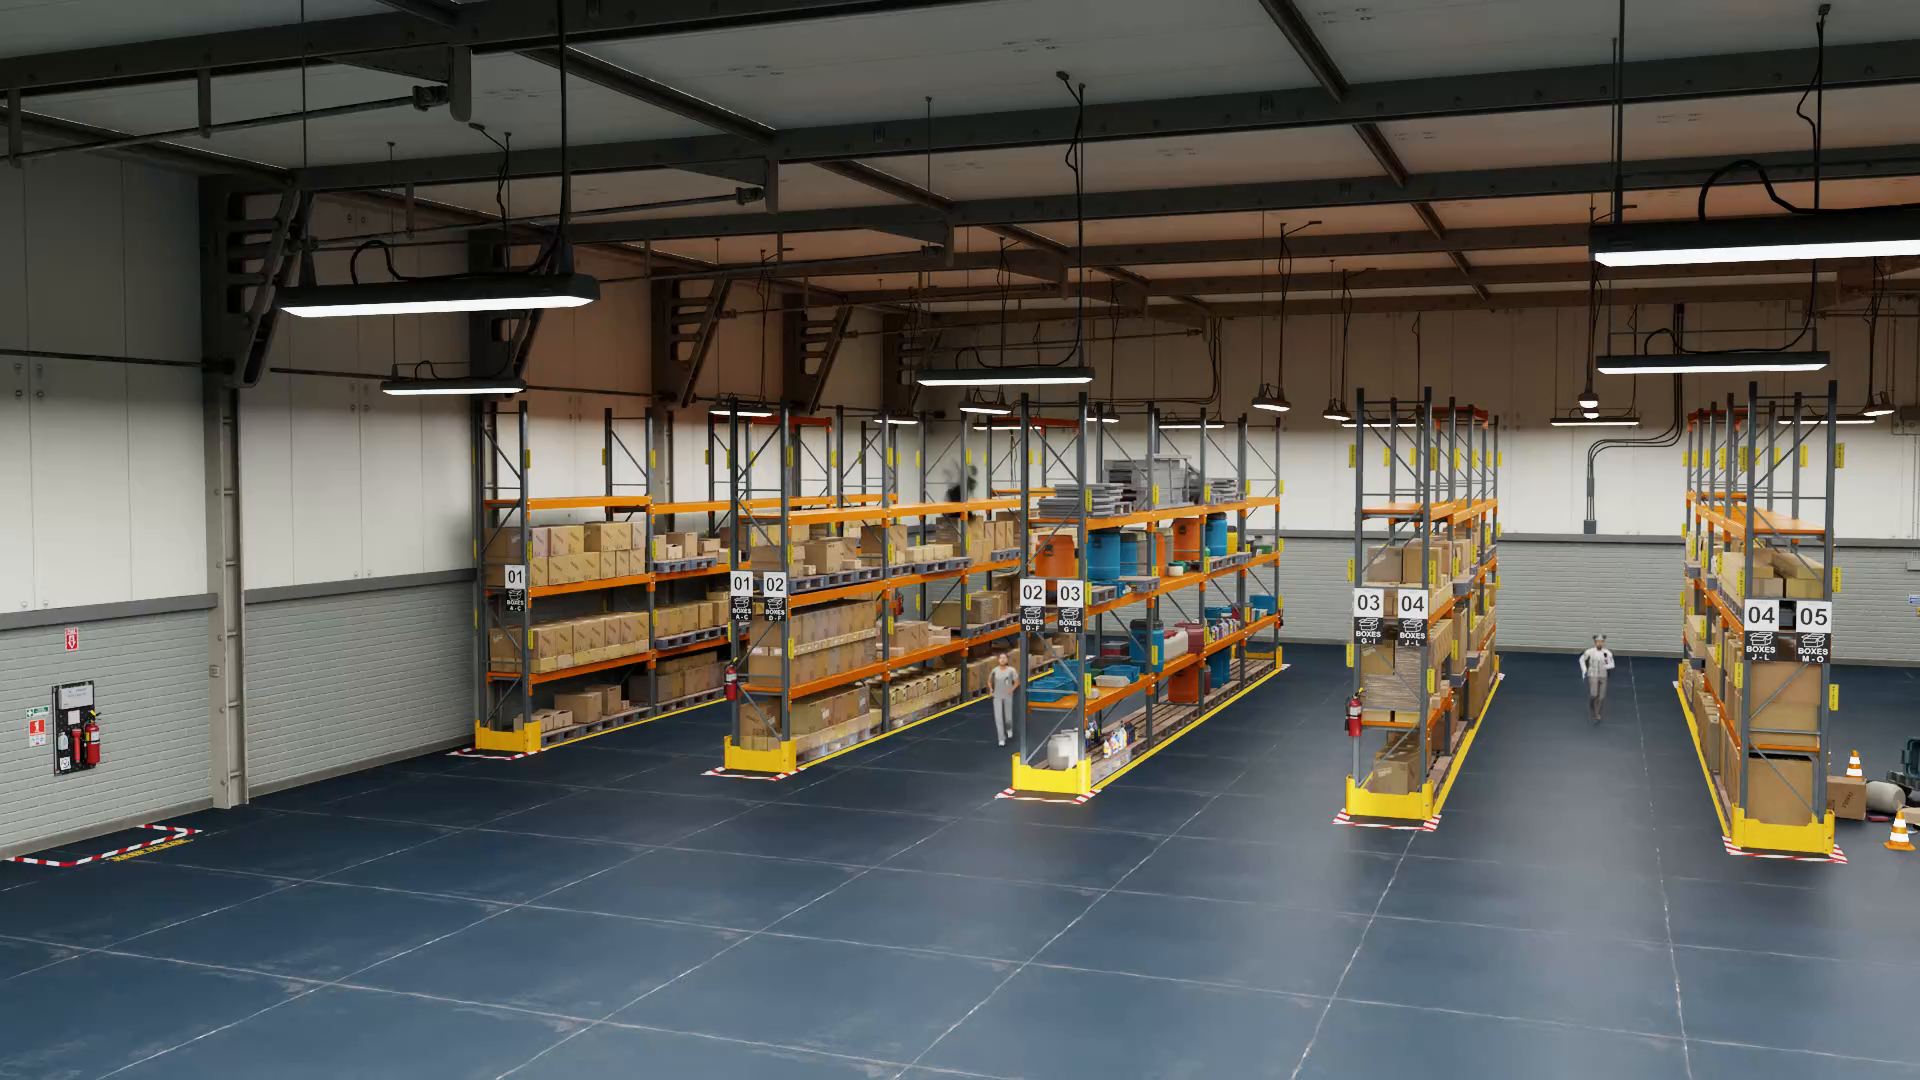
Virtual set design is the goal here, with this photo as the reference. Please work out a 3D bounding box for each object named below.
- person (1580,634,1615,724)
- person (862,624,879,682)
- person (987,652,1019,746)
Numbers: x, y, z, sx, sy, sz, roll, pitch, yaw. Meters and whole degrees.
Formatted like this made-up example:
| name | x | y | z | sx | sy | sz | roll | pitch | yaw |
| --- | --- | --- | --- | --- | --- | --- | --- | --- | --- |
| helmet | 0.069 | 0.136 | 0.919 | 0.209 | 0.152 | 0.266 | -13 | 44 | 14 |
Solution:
| name | x | y | z | sx | sy | sz | roll | pitch | yaw |
| --- | --- | --- | --- | --- | --- | --- | --- | --- | --- |
| person | 12.072 | 2.630 | 31.467 | 0.580 | 1.715 | 0.694 | 1 | 3 | 11 |
| person | -1.971 | 2.225 | 34.415 | 0.520 | 1.656 | 0.673 | 1 | 3 | 20 |
| person | 0.752 | 2.768 | 29.169 | 0.565 | 1.621 | 0.646 | 0 | 3 | 8 |
